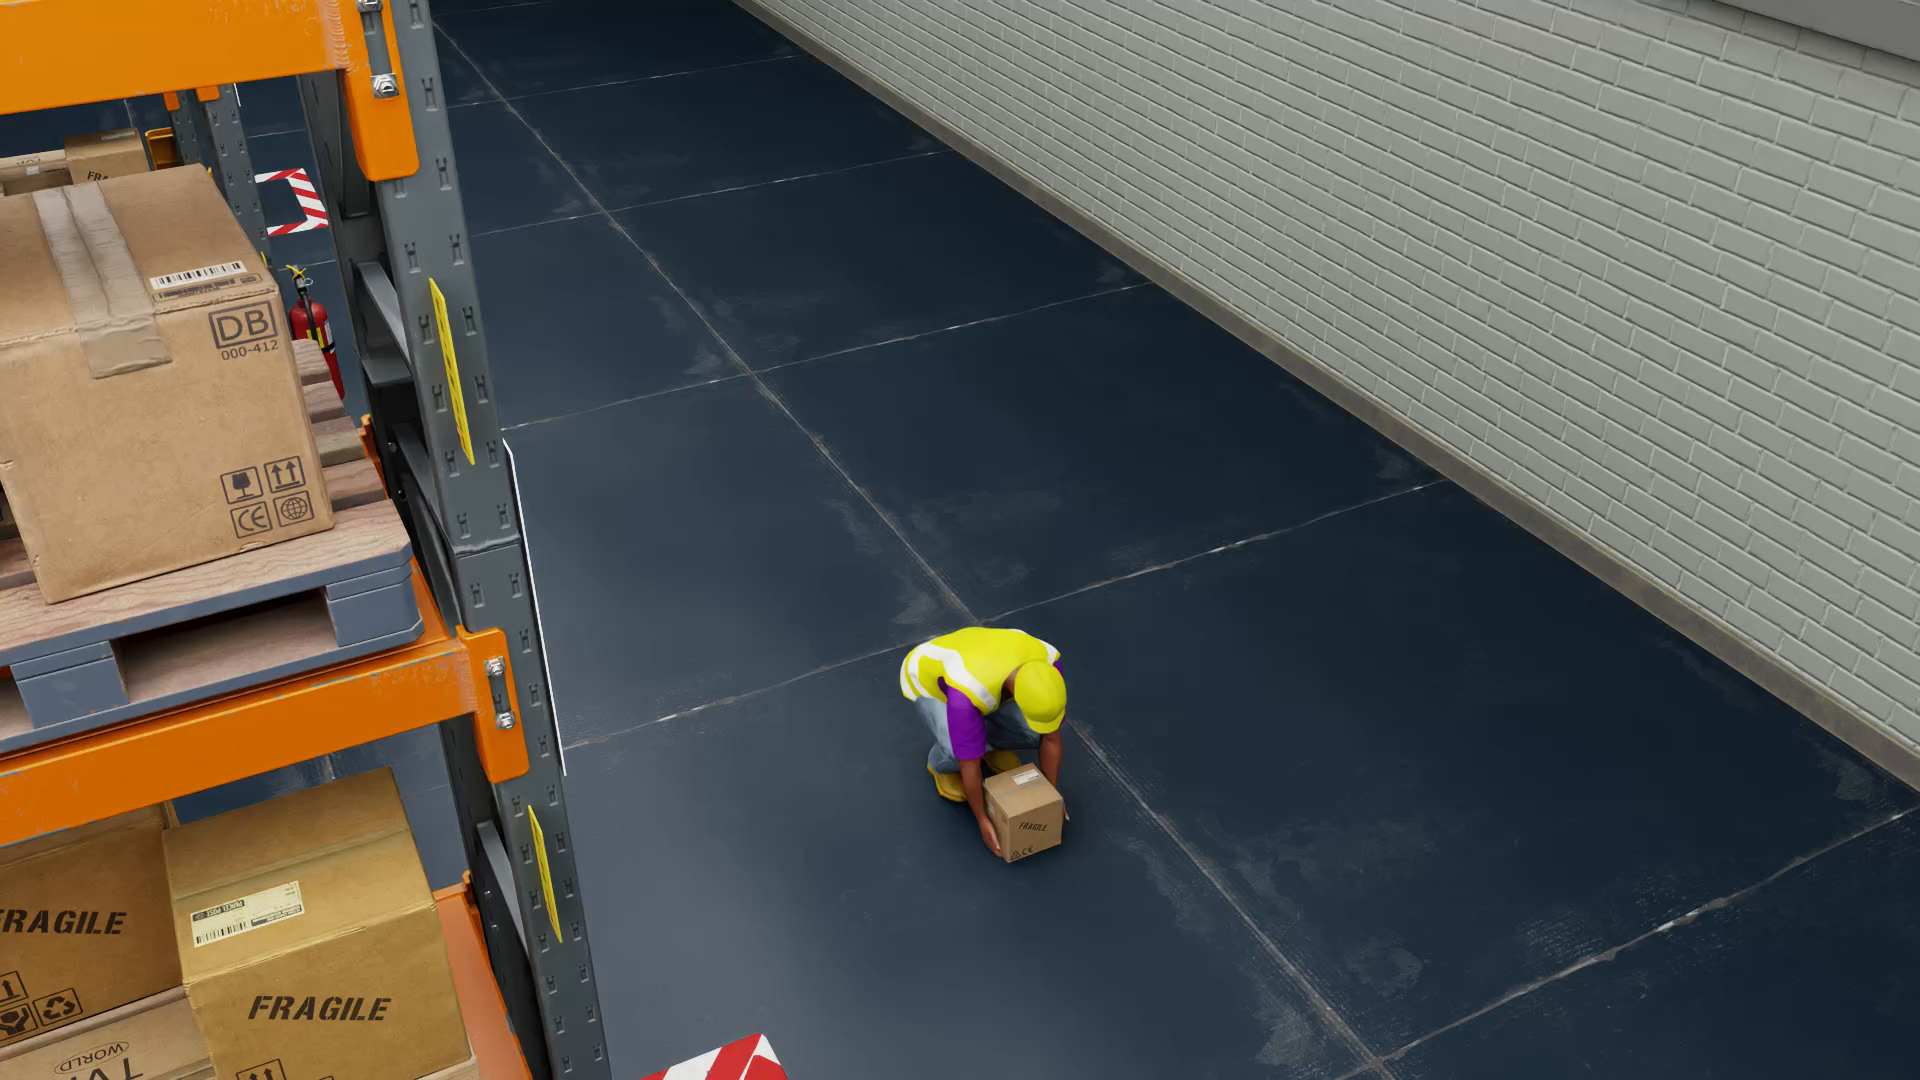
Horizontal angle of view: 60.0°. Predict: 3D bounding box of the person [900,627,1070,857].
[{"bbox_3d":[0.135,0.709,6.889,0.549,0.895,0.900,-16,36,-23],"label":"person"}]
